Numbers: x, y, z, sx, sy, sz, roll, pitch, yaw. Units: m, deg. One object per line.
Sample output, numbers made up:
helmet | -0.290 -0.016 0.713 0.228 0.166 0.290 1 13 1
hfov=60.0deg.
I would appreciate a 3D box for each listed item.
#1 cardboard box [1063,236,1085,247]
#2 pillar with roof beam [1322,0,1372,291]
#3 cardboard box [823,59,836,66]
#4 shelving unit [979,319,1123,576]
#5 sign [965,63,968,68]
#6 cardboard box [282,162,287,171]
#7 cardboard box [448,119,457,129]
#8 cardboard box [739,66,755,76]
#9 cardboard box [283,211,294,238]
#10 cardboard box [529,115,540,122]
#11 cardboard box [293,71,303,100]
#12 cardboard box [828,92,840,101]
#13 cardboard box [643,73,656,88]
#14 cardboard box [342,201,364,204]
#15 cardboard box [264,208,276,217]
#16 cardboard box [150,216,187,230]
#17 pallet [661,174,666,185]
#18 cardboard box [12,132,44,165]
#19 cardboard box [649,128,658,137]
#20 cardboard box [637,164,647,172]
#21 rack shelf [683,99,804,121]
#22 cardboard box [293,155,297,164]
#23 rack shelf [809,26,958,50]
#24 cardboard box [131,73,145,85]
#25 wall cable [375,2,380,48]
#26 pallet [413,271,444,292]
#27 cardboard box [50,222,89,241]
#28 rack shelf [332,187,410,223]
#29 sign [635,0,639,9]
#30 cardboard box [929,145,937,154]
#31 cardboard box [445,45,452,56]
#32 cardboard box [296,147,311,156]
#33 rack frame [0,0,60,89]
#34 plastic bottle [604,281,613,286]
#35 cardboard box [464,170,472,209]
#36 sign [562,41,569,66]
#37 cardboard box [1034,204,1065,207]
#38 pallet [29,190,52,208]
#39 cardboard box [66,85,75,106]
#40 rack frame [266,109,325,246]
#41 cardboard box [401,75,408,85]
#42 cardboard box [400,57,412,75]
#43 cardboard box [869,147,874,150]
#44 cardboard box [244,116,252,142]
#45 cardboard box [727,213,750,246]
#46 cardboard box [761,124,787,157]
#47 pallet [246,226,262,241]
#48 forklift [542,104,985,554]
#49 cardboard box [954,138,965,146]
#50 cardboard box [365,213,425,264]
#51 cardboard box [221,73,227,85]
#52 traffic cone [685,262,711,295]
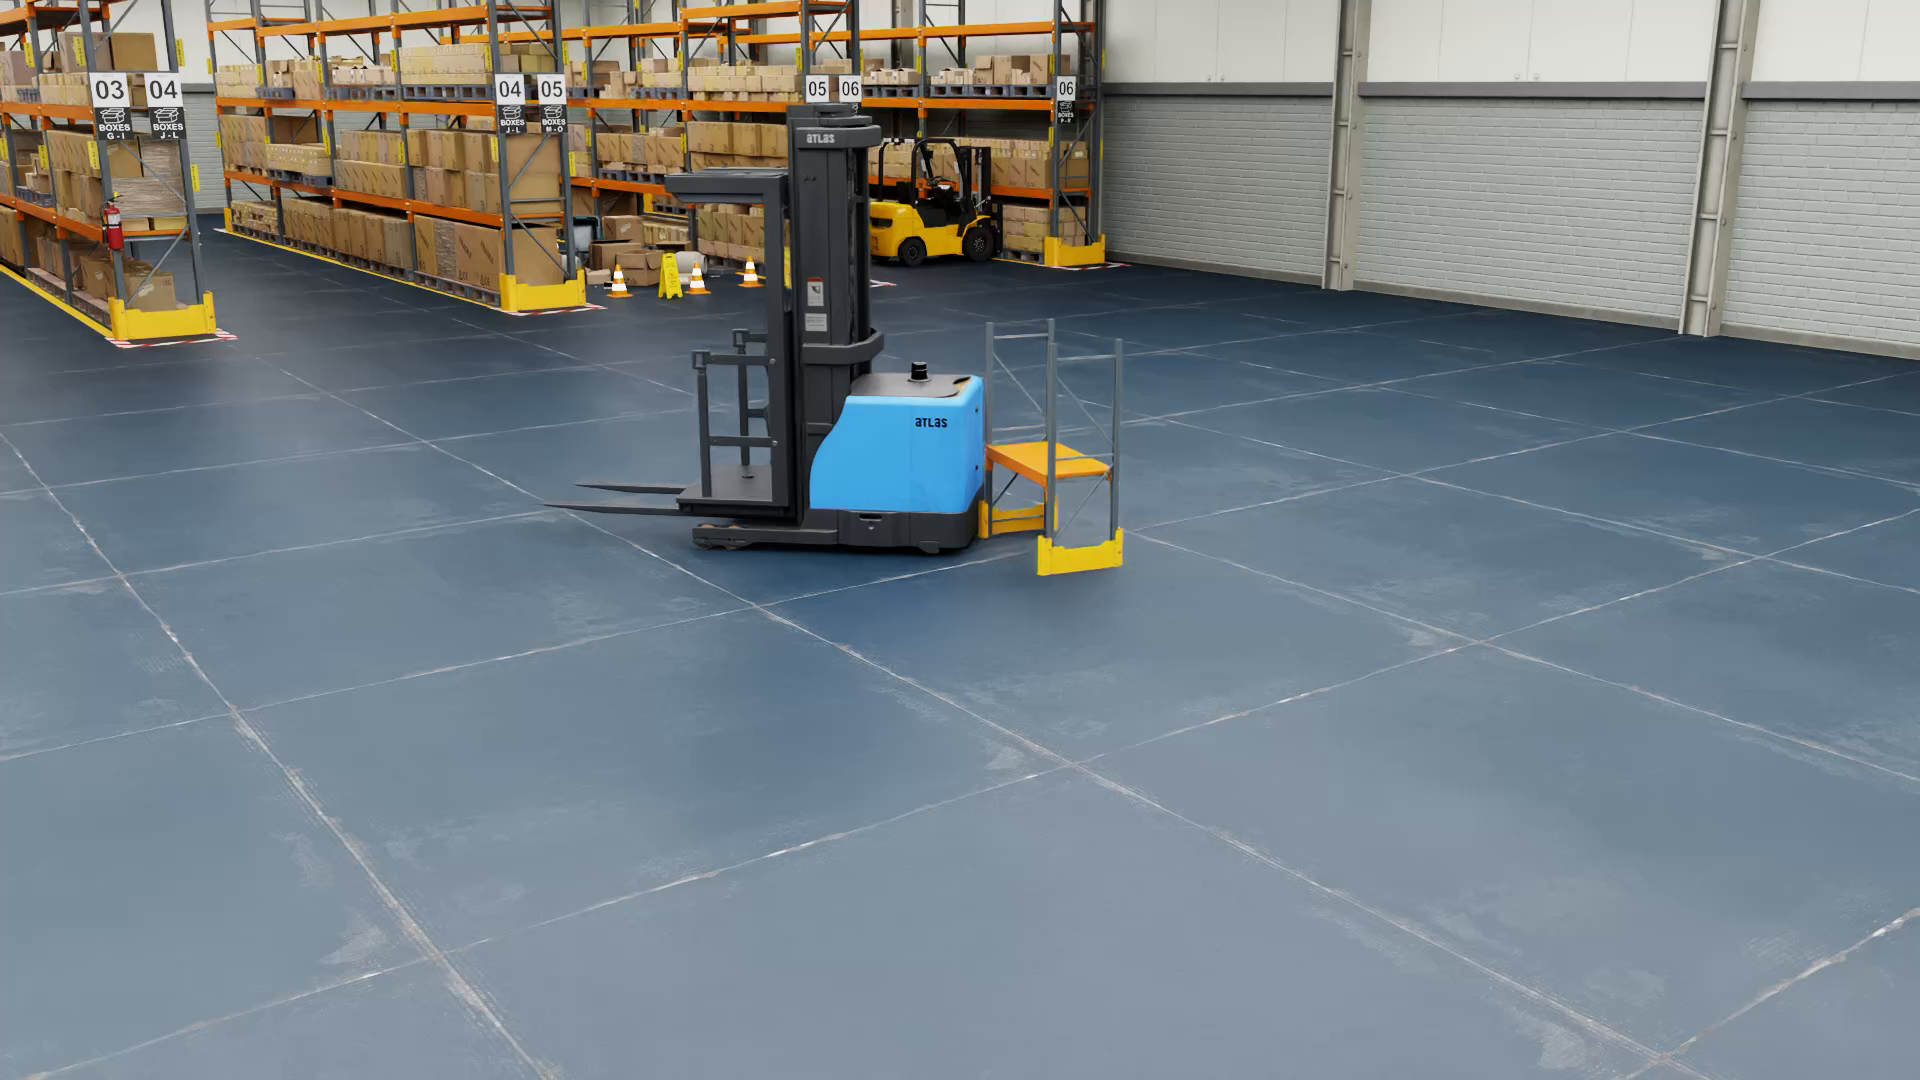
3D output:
cardboard box | 1.885 -5.346 29.839 0.500 0.250 0.500 -11 19 -34
pillar with roof beam | 2.380 -7.567 22.178 9.100 9.000 0.400 -11 19 -35
cardboard box | -2.460 -9.596 34.098 0.500 0.500 0.500 -11 19 -34
shelving unit | 0.599 -0.651 11.114 0.587 1.500 1.083 -6 16 -21
sign | 0.111 -9.009 32.000 0.100 0.325 0.005 -11 19 -35
cardboard box | -12.530 -7.041 31.300 0.380 0.149 0.250 -12 19 -37
cardboard box | -11.353 -9.363 38.022 0.500 0.500 0.500 -11 19 -36
cardboard box | -3.364 -7.622 27.026 0.380 0.149 0.250 -10 18 -33
cardboard box | -12.778 -6.134 32.244 0.500 0.500 0.500 -10 18 -32
cardboard box | -9.029 -9.077 35.745 0.380 0.149 0.250 -11 19 -35
cardboard box | -11.783 -8.271 30.243 0.500 0.500 0.500 -11 19 -35
cardboard box | -1.930 -7.010 26.300 0.380 0.149 0.250 -11 19 -34
cardboard box | -5.403 -8.314 30.079 0.500 0.250 0.500 -11 19 -34
cardboard box | -11.154 -6.133 30.822 0.500 0.250 0.500 -11 19 -35
cardboard box | -13.752 -6.586 33.435 0.380 0.149 0.250 -11 19 -35
cardboard box | -9.988 -4.002 20.990 0.380 0.149 0.250 -11 19 -35
pallet | -4.681 -6.511 30.045 1.003 0.211 1.213 -11 19 -35
cardboard box | -15.134 -6.424 27.275 0.797 0.503 0.637 -10 18 -33
cardboard box | -5.400 -7.388 30.110 0.380 0.149 0.250 -12 19 -37
cardboard box | -5.750 -6.902 30.792 0.380 0.149 0.250 -10 18 -33
rack shelf | -3.174 -7.090 27.479 1.077 0.370 4.000 -11 19 -35
cardboard box | -12.065 -7.016 30.646 0.380 0.149 0.250 -10 18 -33
rack shelf | -1.513 -9.969 33.075 1.077 0.370 4.000 -11 19 -35
cardboard box | -9.989 -5.686 20.517 0.380 0.149 0.250 -11 19 -35
wall cable | -14.978 -13.044 42.189 0.463 3.000 0.029 -11 19 -35
pallet | -7.910 -4.108 26.185 1.003 0.211 1.213 -11 19 -35
cardboard box | -13.979 -4.851 26.100 0.500 0.250 0.500 -8 17 -28
rack shelf | -9.470 -5.707 28.110 1.077 0.370 4.000 -11 19 -35
sign | -7.831 -13.049 40.287 0.100 0.325 0.005 -11 19 -35
cardboard box | -0.362 -7.441 31.662 0.380 0.149 0.250 -11 19 -35
cardboard box | -7.162 -7.025 23.860 0.380 0.149 0.250 -11 19 -35
cardboard box | -11.902 -7.102 30.396 0.380 0.149 0.250 -11 19 -35
rack frame | -14.717 -8.627 26.049 1.000 3.000 0.127 -11 19 -35
plastic bottle | -5.515 -4.037 26.208 0.283 0.061 0.133 10 18 33
cardboard box | -6.766 -5.171 24.503 0.875 0.550 0.550 -11 19 -35
sign | -5.490 -6.765 23.122 0.100 0.325 0.005 -11 19 -35
cardboard box | 1.589 -5.931 30.083 0.500 0.250 0.500 -11 19 -34
pallet | -13.520 -5.224 25.345 1.003 0.211 1.213 -11 19 -35
cardboard box | -11.093 -5.680 21.248 0.500 0.250 0.500 -10 18 -33
rack frame | -12.998 -7.336 32.696 1.000 3.000 0.127 -11 19 -35
cardboard box | -8.355 -7.073 25.546 0.380 0.149 0.250 -11 19 -35
cardboard box | -8.233 -7.248 25.430 0.500 0.250 0.500 -11 19 -34
cardboard box | -1.711 -7.901 33.343 0.380 0.149 0.250 -11 19 -36
cardboard box | -14.091 -8.289 33.533 0.500 0.500 0.500 -10 18 -33
cardboard box | -3.593 -5.264 28.119 0.500 0.500 0.500 -10 18 -32
cardboard box | -2.766 -6.422 26.709 0.700 0.500 0.500 -11 19 -34
pallet | -14.143 -6.389 34.521 1.003 0.211 1.213 -11 19 -35
forklift | -1.384 -1.479 11.428 3.031 2.935 1.130 2 15 8
cardboard box | 0.063 -7.413 30.998 0.380 0.149 0.250 -10 18 -33
cardboard box | -9.296 -5.070 27.884 1.050 0.750 0.750 -11 19 -35
cardboard box | -14.994 -9.560 34.478 0.500 0.250 0.500 -11 19 -35
traffic cone | -3.992 -3.986 25.264 0.336 0.463 0.334 -11 19 -35
